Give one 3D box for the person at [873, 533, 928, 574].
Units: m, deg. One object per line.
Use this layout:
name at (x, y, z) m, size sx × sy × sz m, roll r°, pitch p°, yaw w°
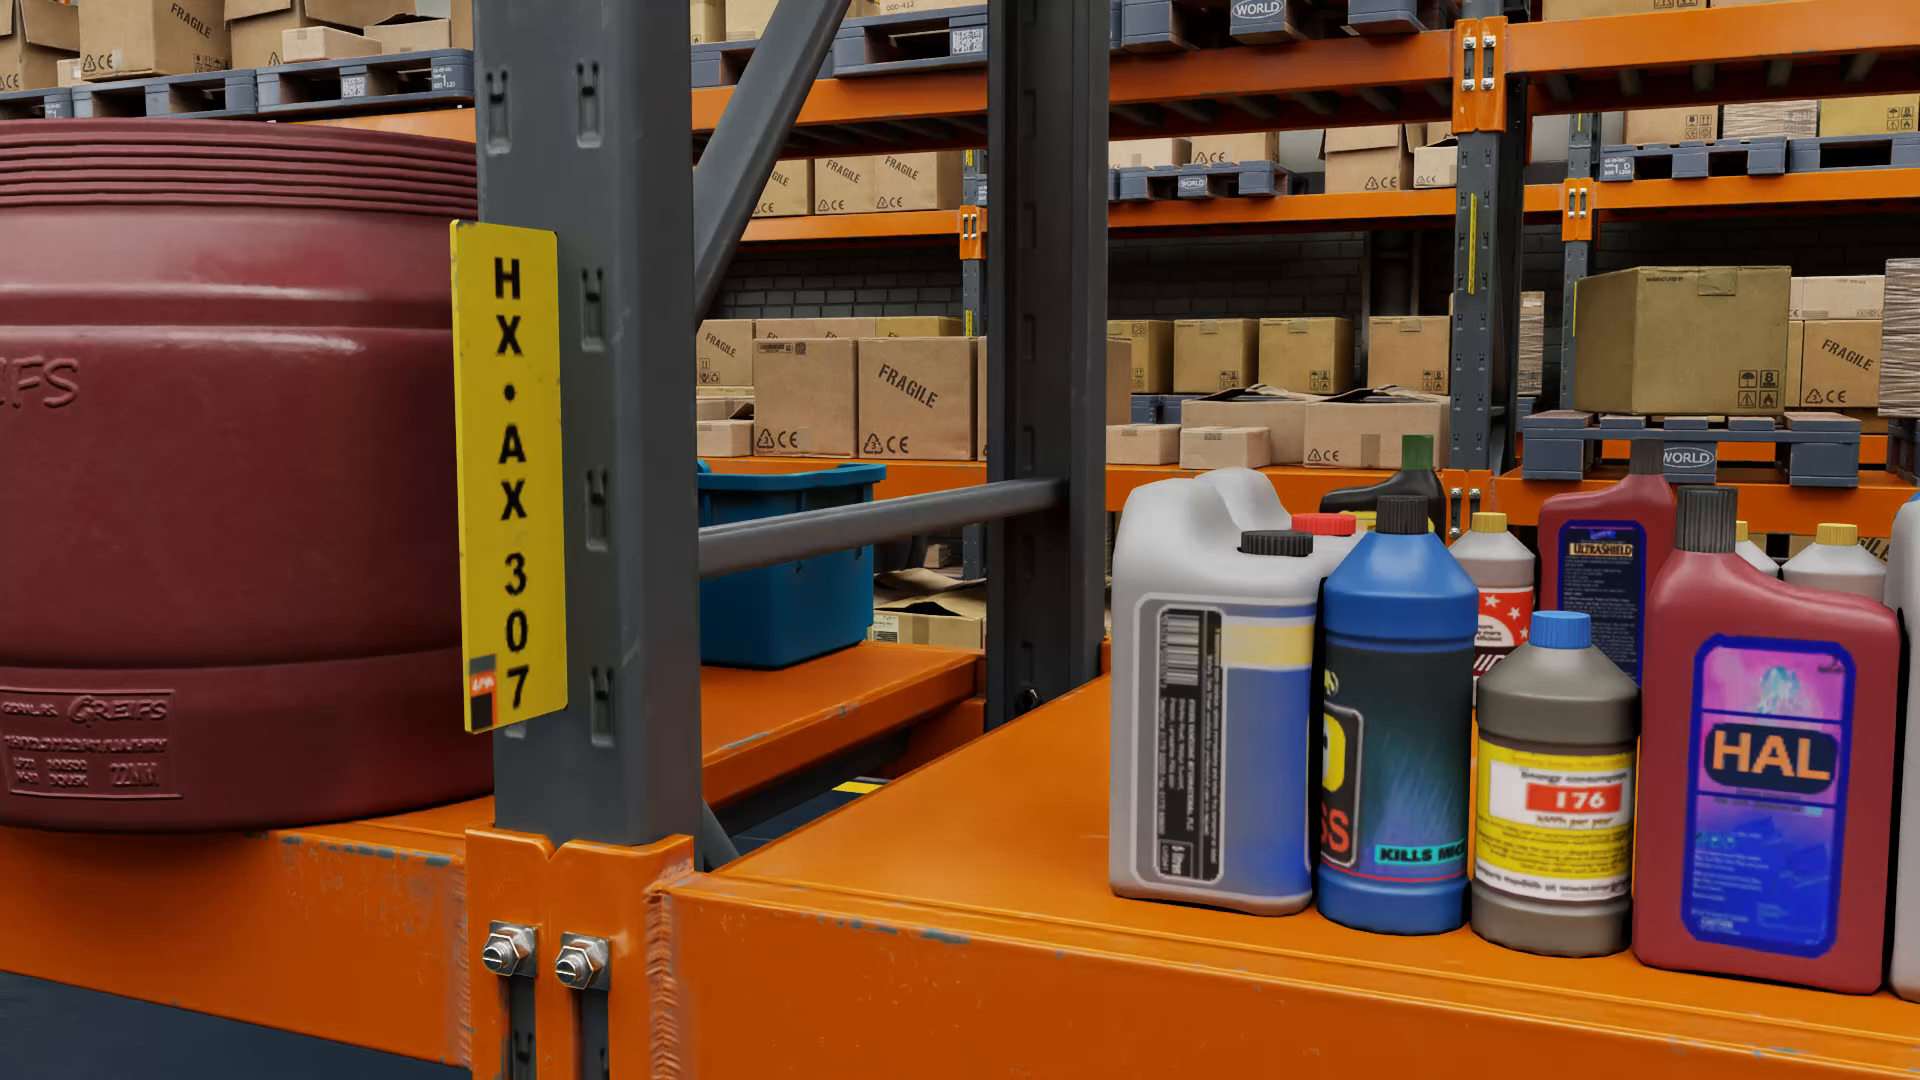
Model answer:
person at (-0.340, -0.110, 9.448) m, size 0.317 × 1.658 × 0.426 m, roll 3°, pitch 6°, yaw 25°
